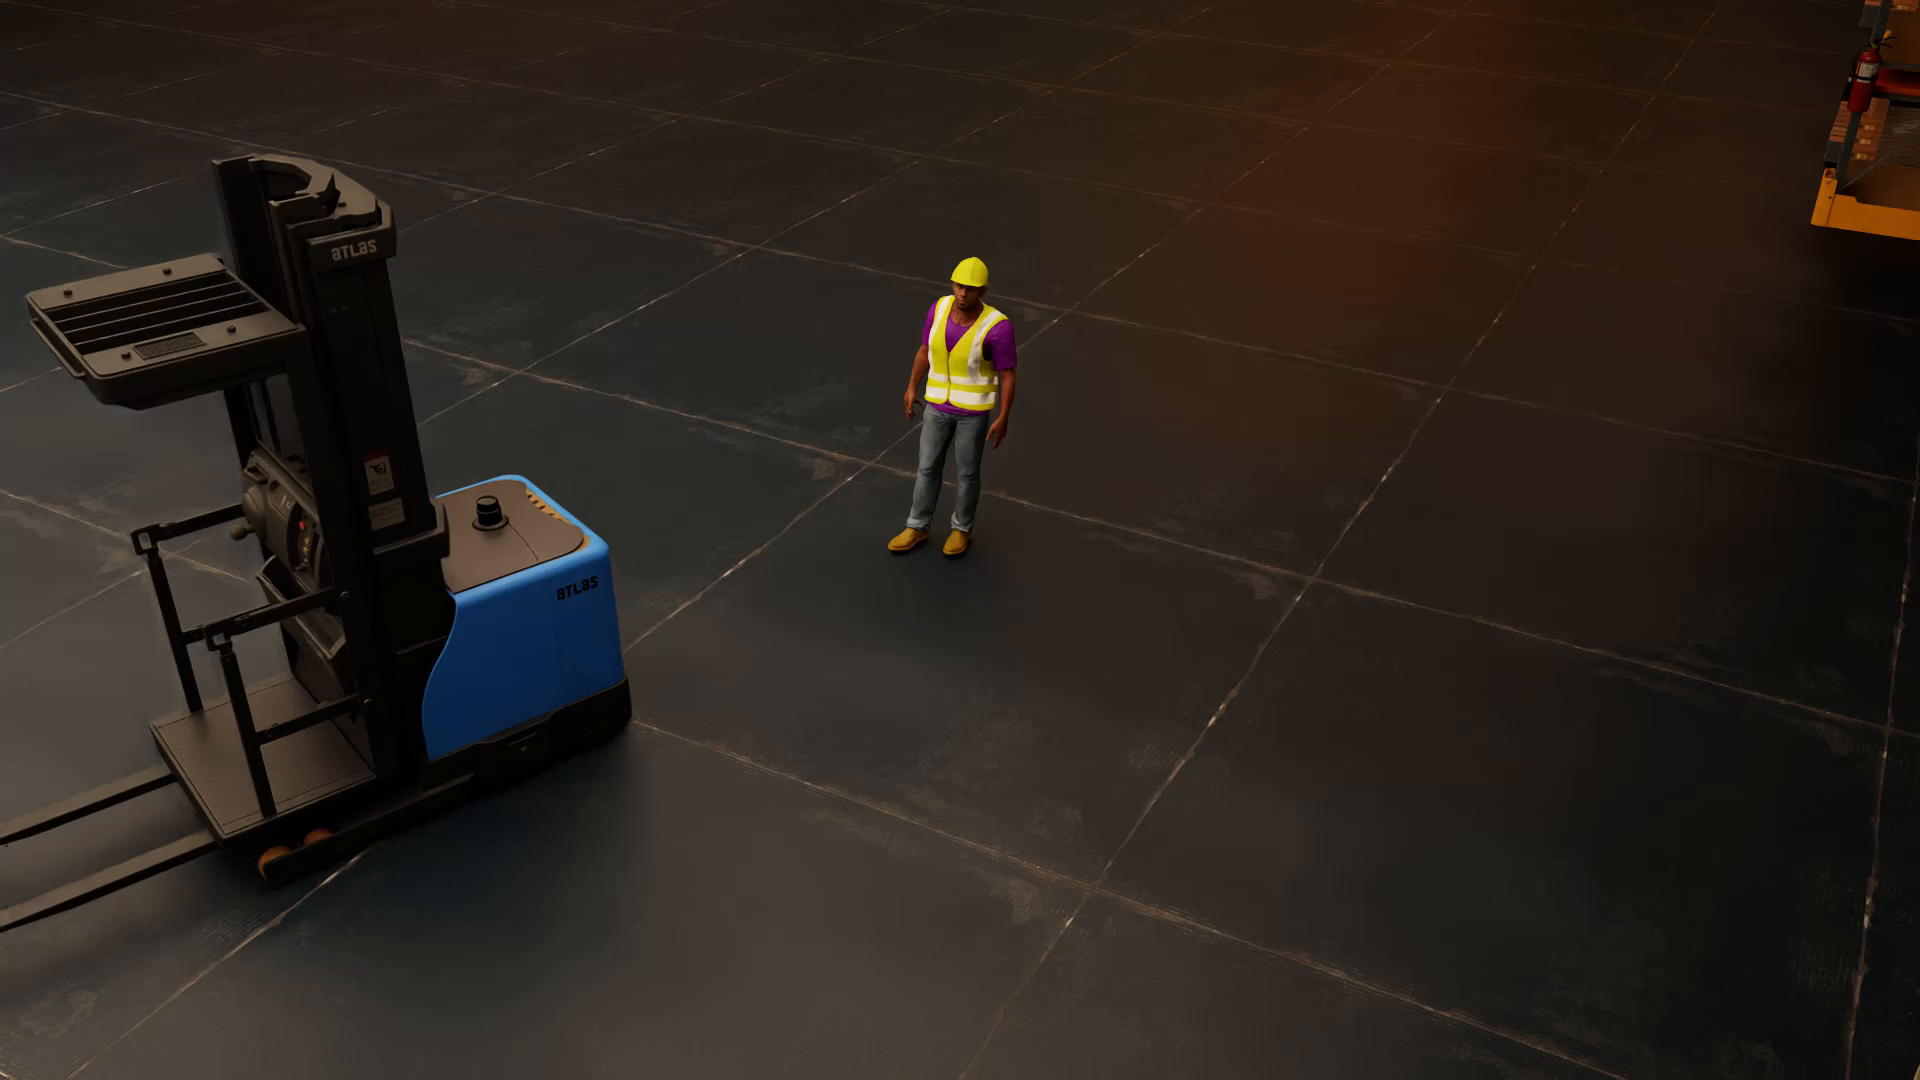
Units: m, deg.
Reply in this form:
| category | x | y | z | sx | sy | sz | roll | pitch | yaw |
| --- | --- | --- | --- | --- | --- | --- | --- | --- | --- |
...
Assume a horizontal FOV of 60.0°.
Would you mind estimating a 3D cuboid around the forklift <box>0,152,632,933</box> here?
| category | x | y | z | sx | sy | sz | roll | pitch | yaw |
| --- | --- | --- | --- | --- | --- | --- | --- | --- | --- |
| forklift | -3.107 | -0.044 | 7.148 | 3.031 | 2.935 | 1.130 | -22 | 37 | -33 |

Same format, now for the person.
| category | x | y | z | sx | sy | sz | roll | pitch | yaw |
| --- | --- | --- | --- | --- | --- | --- | --- | --- | --- |
| person | -0.039 | -0.743 | 9.508 | 0.665 | 1.765 | 0.577 | 15 | 33 | 25 |
